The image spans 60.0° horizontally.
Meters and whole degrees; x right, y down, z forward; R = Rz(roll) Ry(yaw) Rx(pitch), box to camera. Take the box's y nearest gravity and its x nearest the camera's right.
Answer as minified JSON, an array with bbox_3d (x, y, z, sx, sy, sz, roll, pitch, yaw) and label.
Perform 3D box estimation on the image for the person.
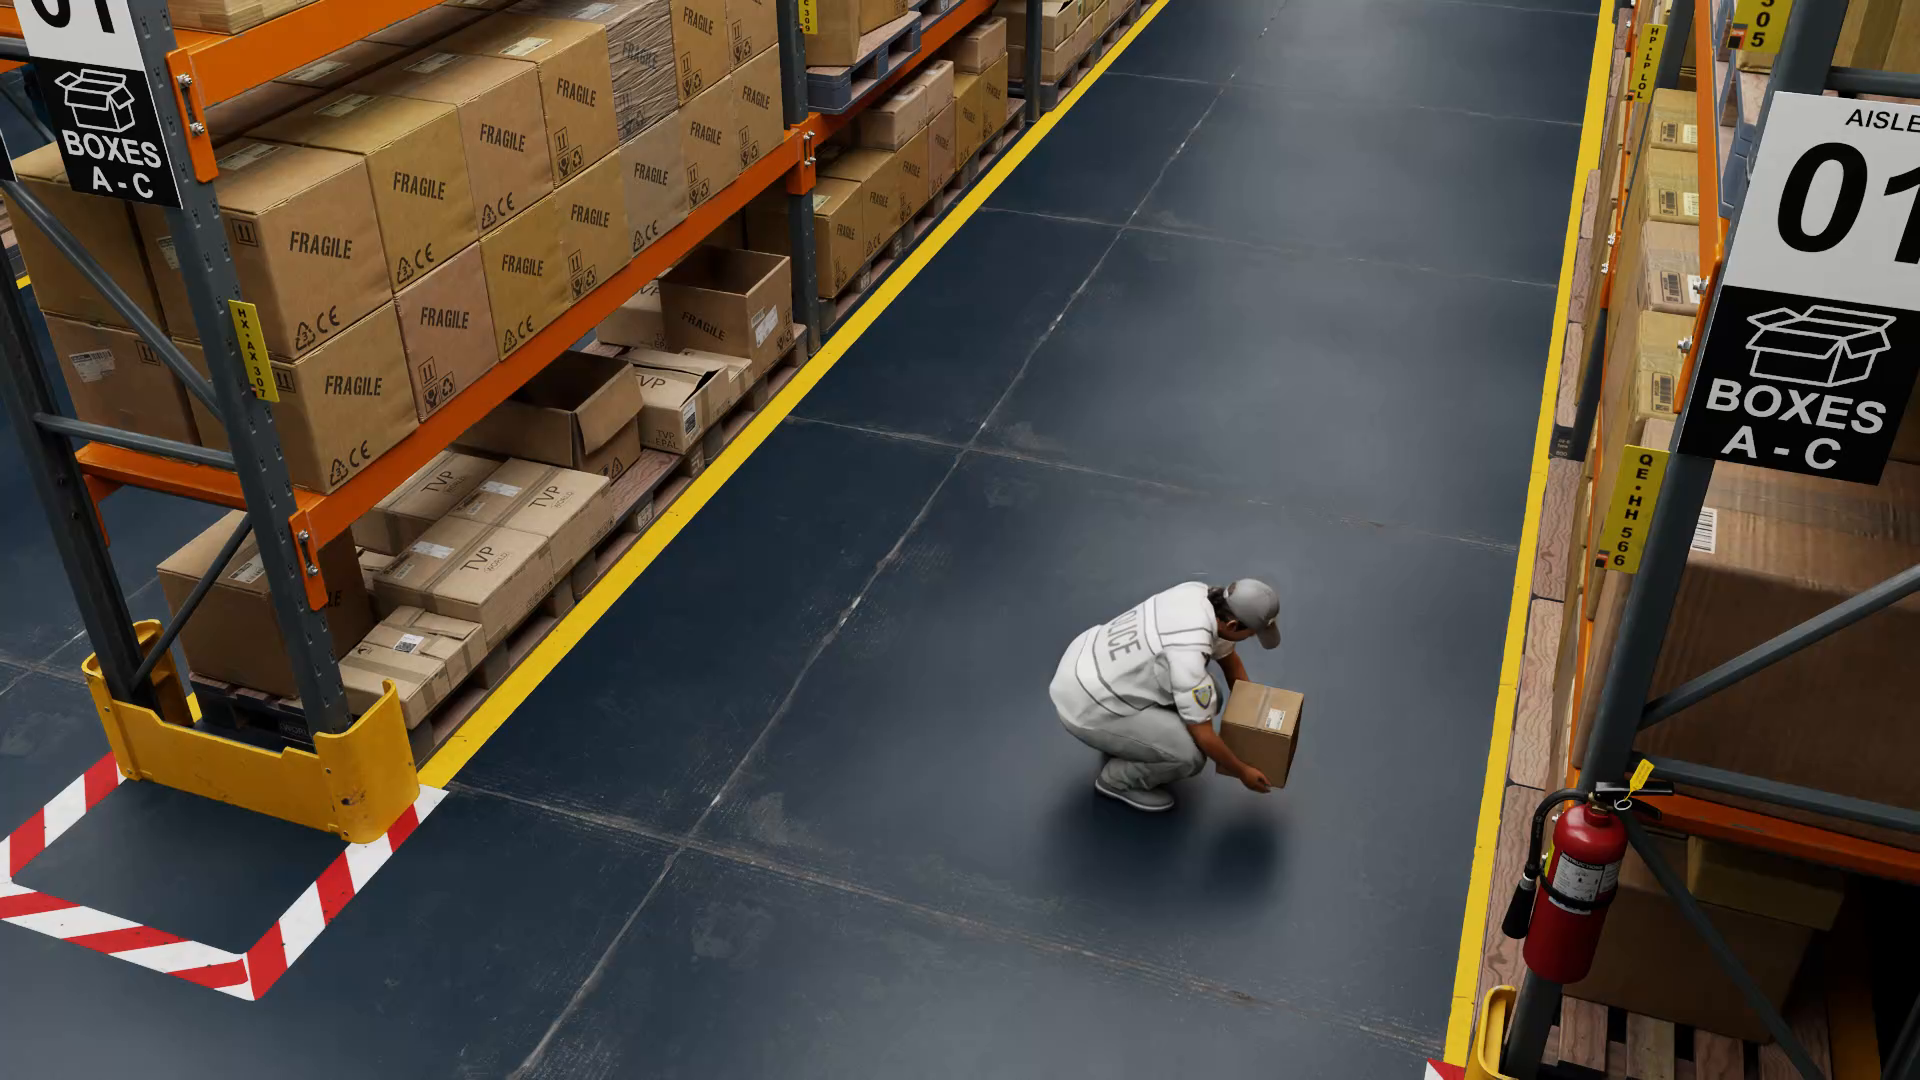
[{"bbox_3d":[0.758,0.523,6.021,0.844,0.938,0.509,11,35,16],"label":"person"}]
